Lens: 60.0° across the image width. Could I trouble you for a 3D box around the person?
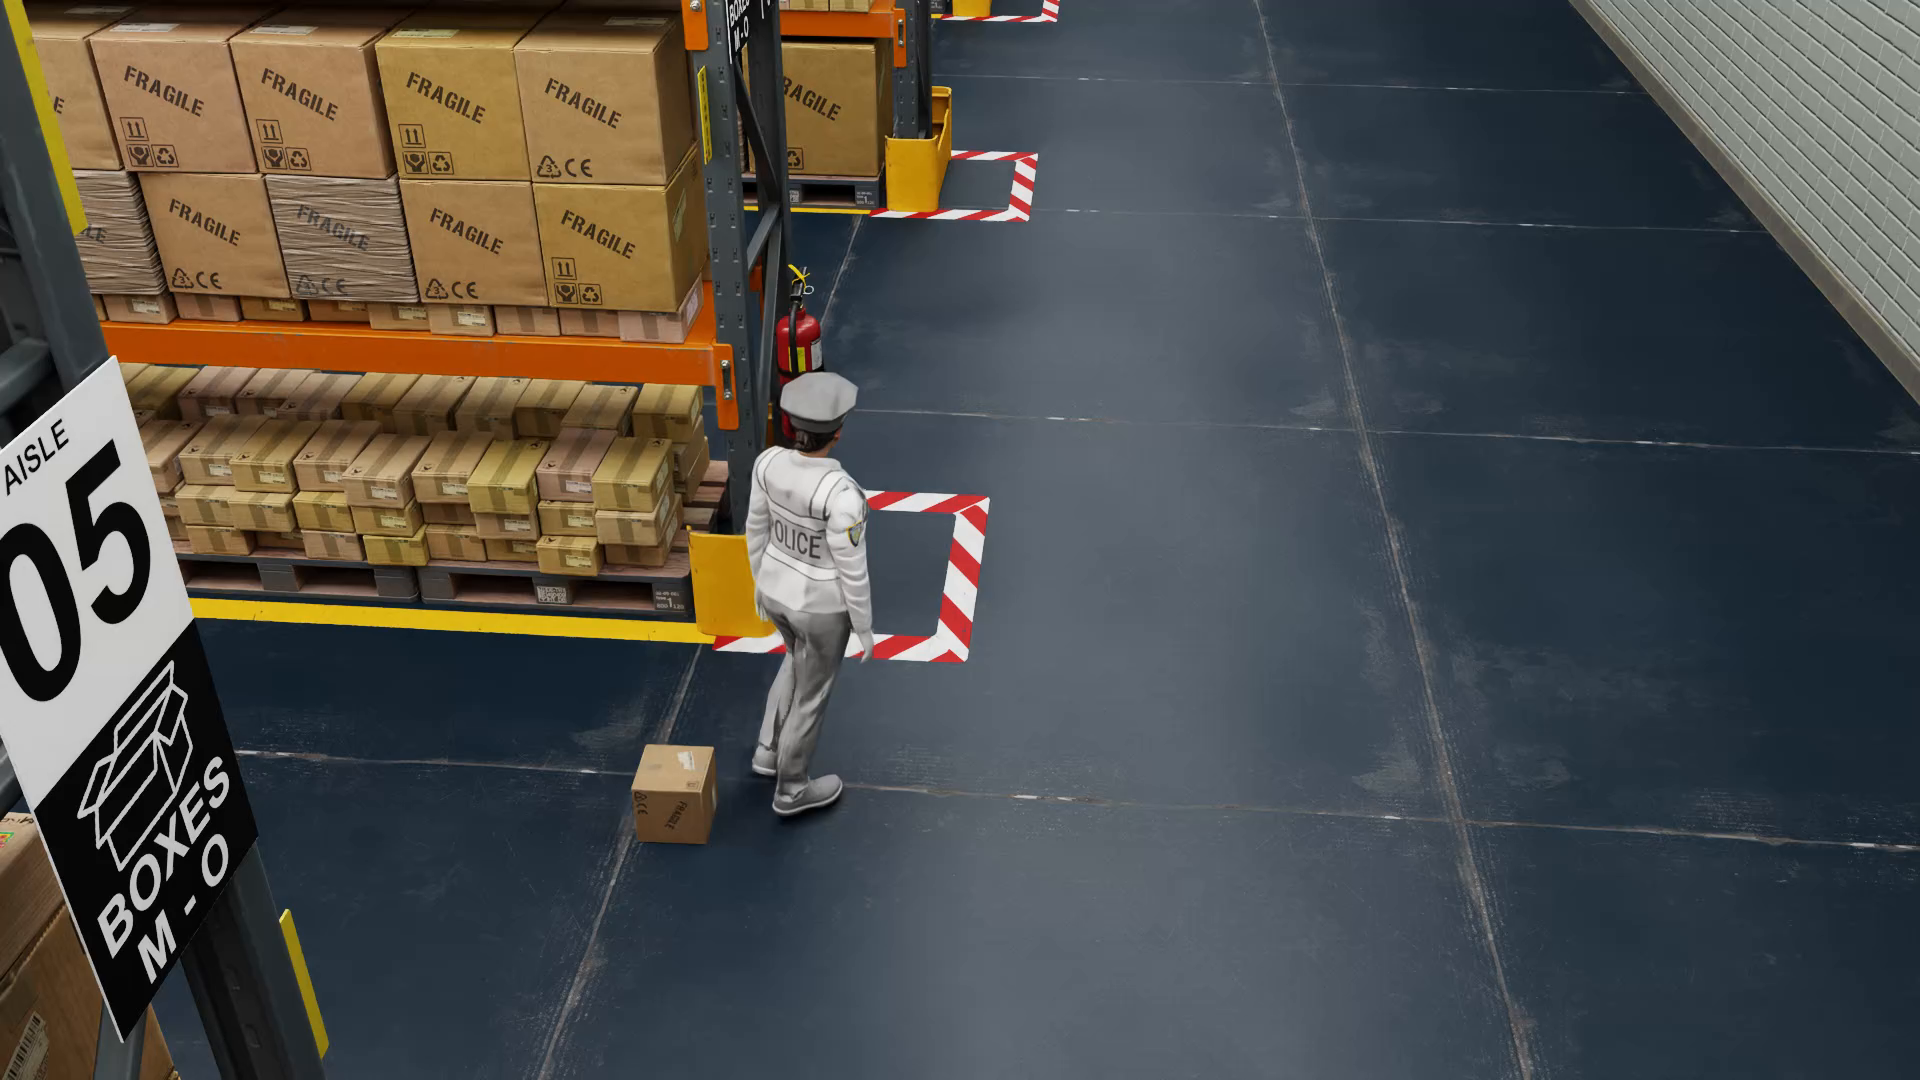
[{"bbox_3d":[-0.546,0.224,5.749,0.549,1.657,0.418,26,41,35],"label":"person"}]
